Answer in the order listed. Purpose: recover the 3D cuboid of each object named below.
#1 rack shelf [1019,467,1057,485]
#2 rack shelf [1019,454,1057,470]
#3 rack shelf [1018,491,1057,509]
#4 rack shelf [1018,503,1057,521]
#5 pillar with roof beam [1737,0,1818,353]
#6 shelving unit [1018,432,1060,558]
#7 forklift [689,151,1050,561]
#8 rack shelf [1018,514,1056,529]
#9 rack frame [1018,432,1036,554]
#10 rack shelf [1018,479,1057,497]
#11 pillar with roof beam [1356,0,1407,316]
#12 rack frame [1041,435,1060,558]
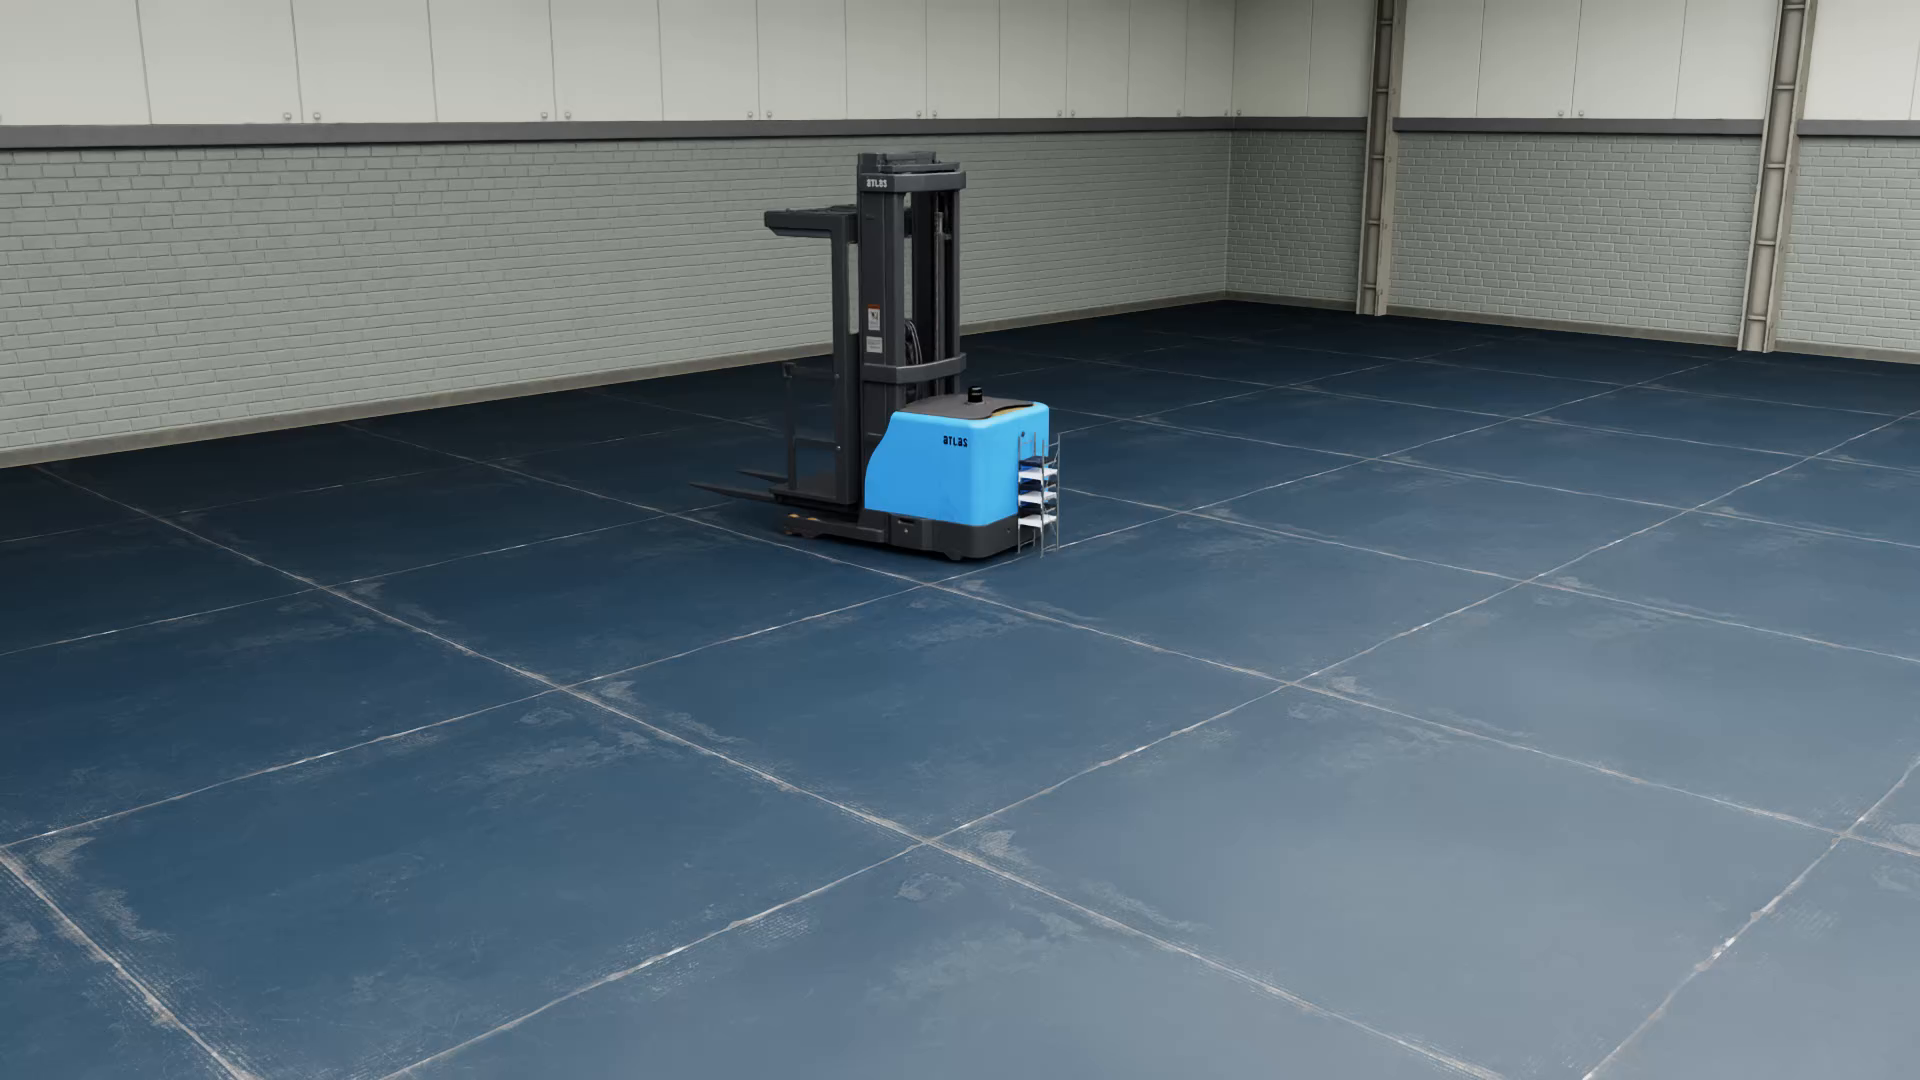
[{"bbox_3d":[0.589,-0.481,12.411,0.200,0.077,0.258,10,17,33],"label":"rack shelf"},{"bbox_3d":[0.589,-0.568,12.388,0.200,0.077,0.258,10,17,33],"label":"rack shelf"},{"bbox_3d":[0.589,-0.307,12.456,0.200,0.077,0.258,10,17,33],"label":"rack shelf"},{"bbox_3d":[0.589,-0.219,12.479,0.200,0.077,0.258,10,17,33],"label":"rack shelf"},{"bbox_3d":[8.015,-6.195,18.861,0.400,9.000,9.100,14,20,42],"label":"pillar with roof beam"},{"bbox_3d":[0.589,-0.339,12.448,0.210,0.900,0.258,10,17,33],"label":"shelving unit"},{"bbox_3d":[-0.816,-1.528,12.985,3.031,2.935,1.130,10,17,33],"label":"forklift"},{"bbox_3d":[0.589,-0.132,12.501,0.200,0.077,0.258,10,17,33],"label":"rack shelf"},{"bbox_3d":[0.504,-0.353,12.502,0.006,0.900,0.240,10,17,33],"label":"rack frame"},{"bbox_3d":[0.589,-0.394,12.433,0.200,0.077,0.258,10,17,33],"label":"rack shelf"},{"bbox_3d":[3.695,-7.245,22.891,0.400,9.000,9.100,14,20,42],"label":"pillar with roof beam"},{"bbox_3d":[0.673,-0.325,12.393,0.006,0.900,0.240,10,17,33],"label":"rack frame"}]
